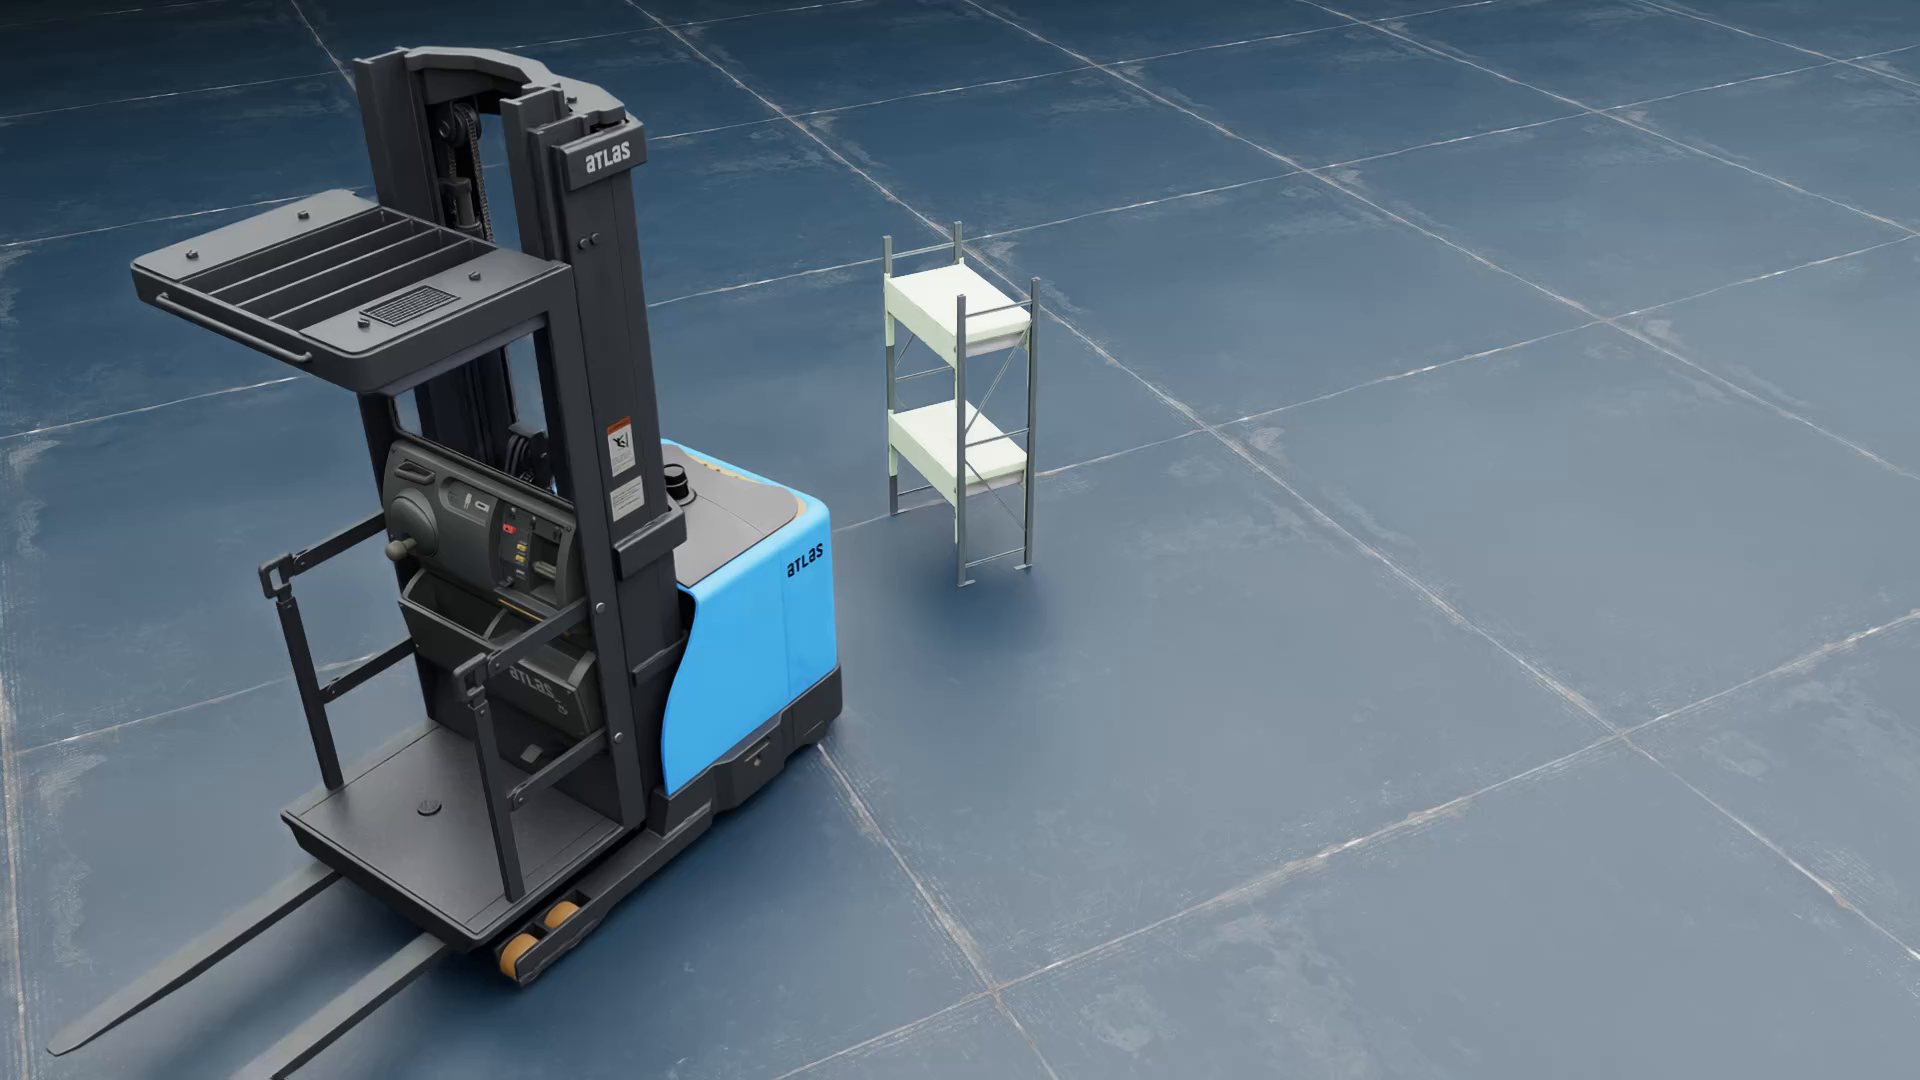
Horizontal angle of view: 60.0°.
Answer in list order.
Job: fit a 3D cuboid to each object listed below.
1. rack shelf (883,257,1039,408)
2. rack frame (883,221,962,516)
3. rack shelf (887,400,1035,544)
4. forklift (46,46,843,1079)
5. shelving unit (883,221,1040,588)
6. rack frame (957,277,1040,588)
[{"bbox_3d":[-0.003,-0.963,7.640,0.431,0.370,0.720,-16,36,-23],"label":"rack shelf"},{"bbox_3d":[-0.174,-0.809,8.123,0.400,1.500,0.023,-16,36,-23],"label":"rack frame"},{"bbox_3d":[-0.003,-0.360,8.026,0.431,0.370,0.720,-16,36,-23],"label":"rack shelf"},{"bbox_3d":[-1.763,0.017,5.506,1.130,2.935,3.031,21,38,30],"label":"forklift"},{"bbox_3d":[-0.003,-0.635,7.850,0.431,1.500,0.755,-16,36,-23],"label":"shelving unit"},{"bbox_3d":[0.168,-0.460,7.578,0.400,1.500,0.023,-16,36,-23],"label":"rack frame"}]
